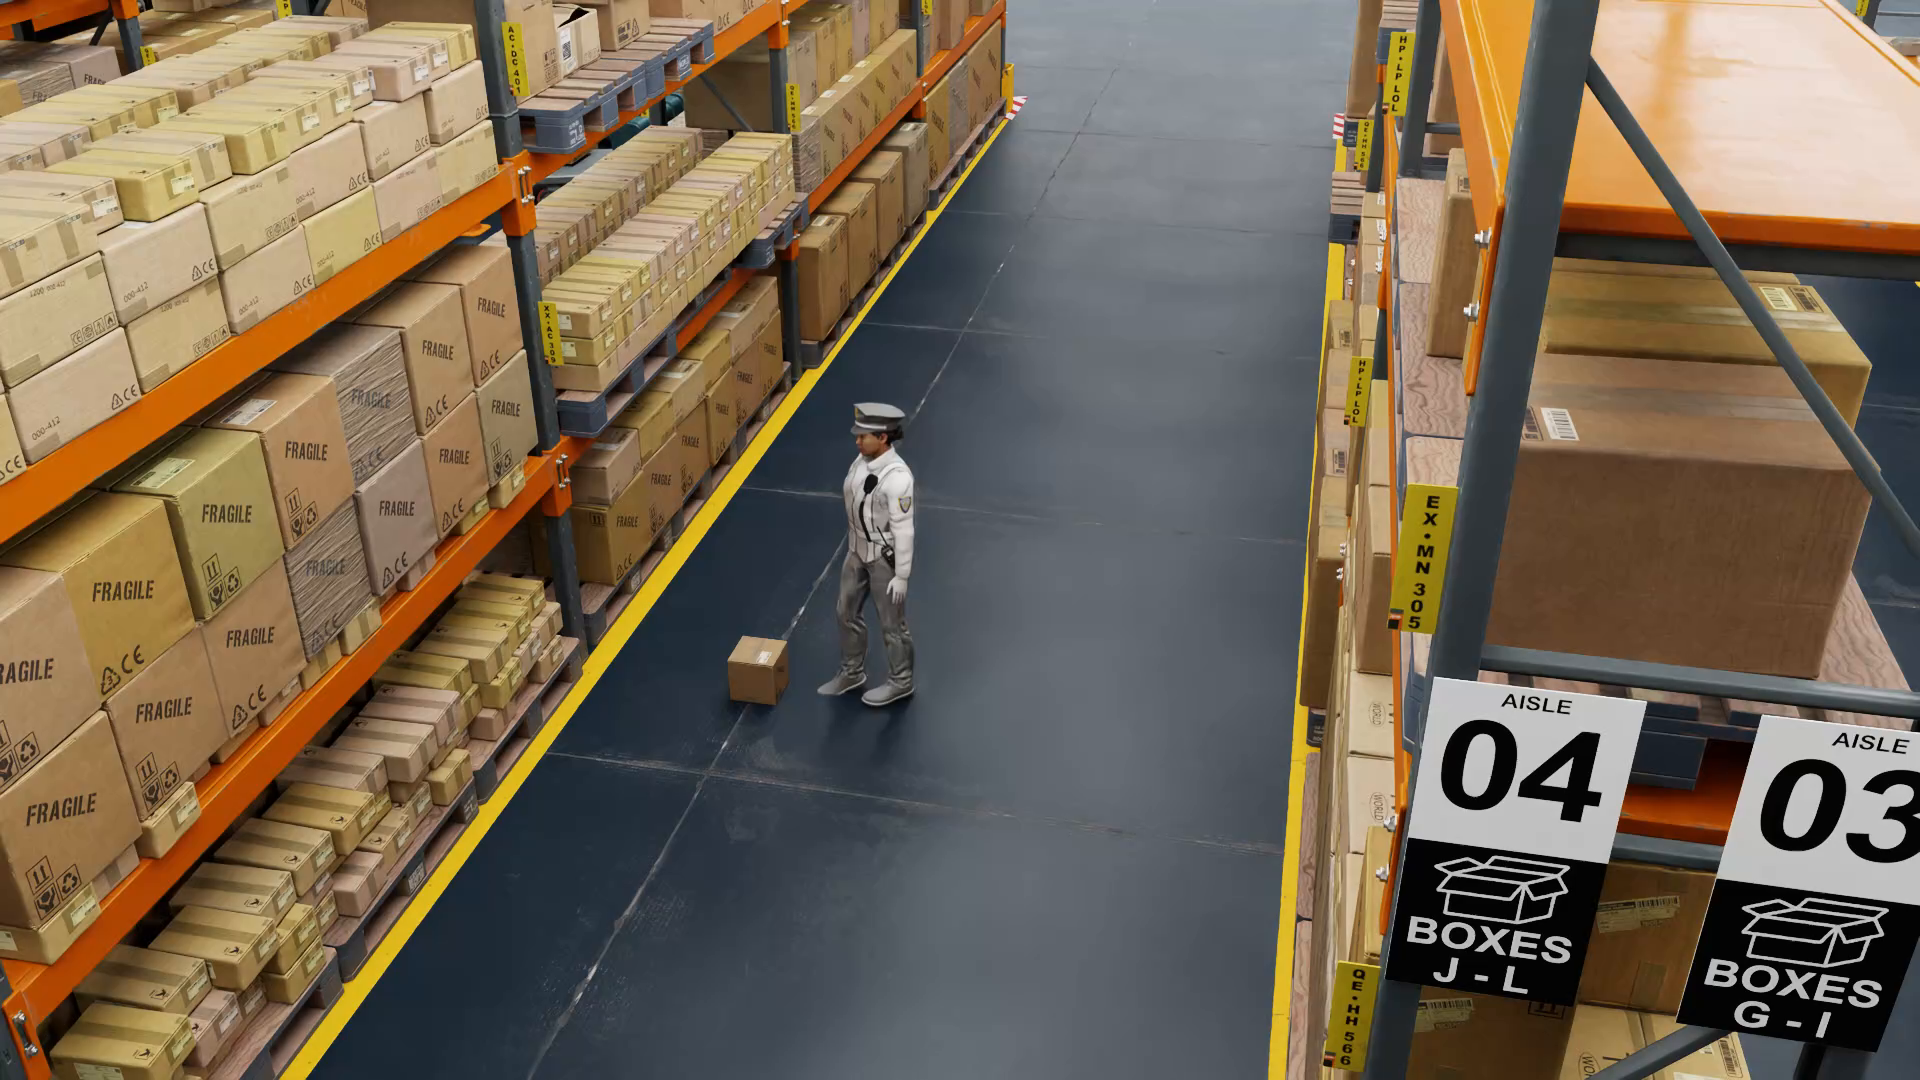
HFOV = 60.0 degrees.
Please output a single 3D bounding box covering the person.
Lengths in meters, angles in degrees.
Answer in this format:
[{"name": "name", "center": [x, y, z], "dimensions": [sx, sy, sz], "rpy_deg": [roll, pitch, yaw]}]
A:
[{"name": "person", "center": [-0.463, 0.134, 8.388], "dimensions": [0.457, 1.724, 0.518], "rpy_deg": [-15, 32, -25]}]
